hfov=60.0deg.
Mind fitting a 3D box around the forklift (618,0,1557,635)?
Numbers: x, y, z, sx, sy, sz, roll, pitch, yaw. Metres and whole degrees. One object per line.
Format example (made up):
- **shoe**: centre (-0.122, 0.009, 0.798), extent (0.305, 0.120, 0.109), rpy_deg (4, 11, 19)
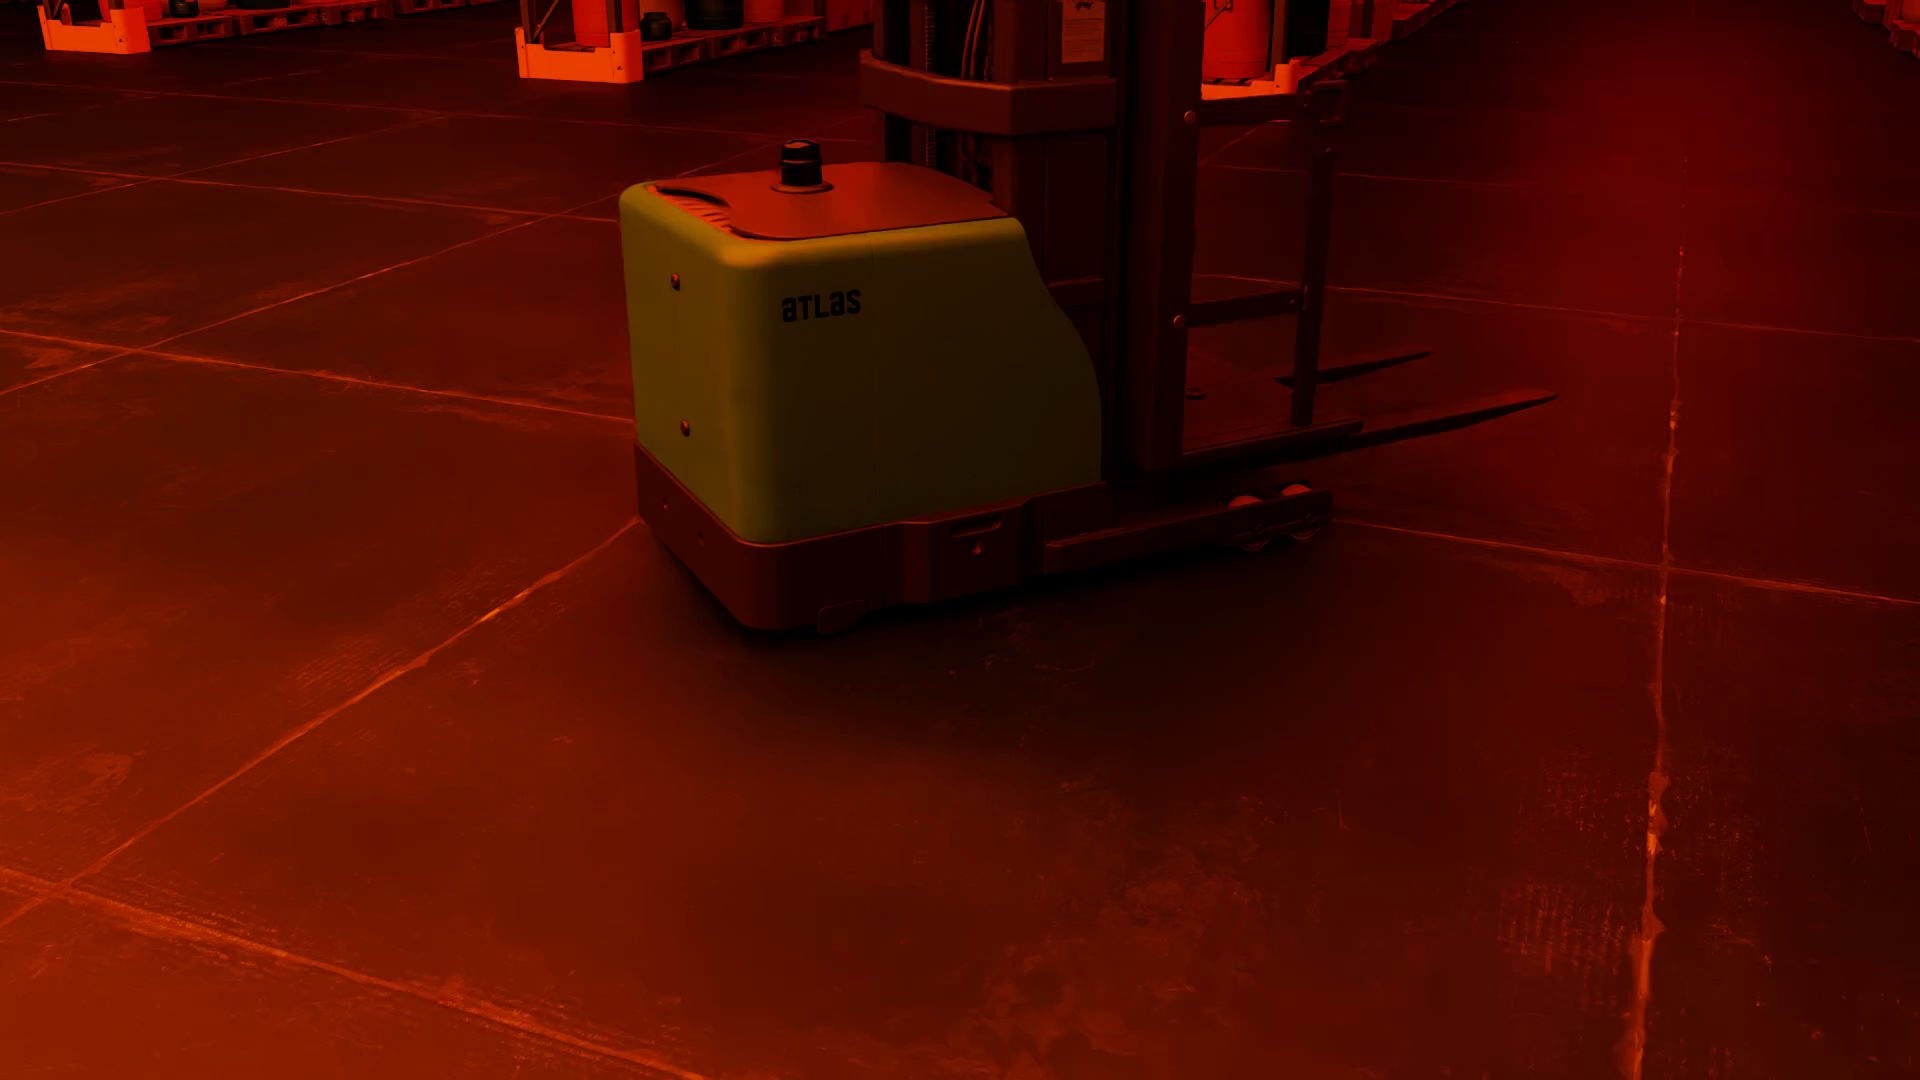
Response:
- **forklift**: centre (0.558, -1.486, 4.848), extent (3.031, 2.935, 1.130), rpy_deg (-12, 25, -26)
